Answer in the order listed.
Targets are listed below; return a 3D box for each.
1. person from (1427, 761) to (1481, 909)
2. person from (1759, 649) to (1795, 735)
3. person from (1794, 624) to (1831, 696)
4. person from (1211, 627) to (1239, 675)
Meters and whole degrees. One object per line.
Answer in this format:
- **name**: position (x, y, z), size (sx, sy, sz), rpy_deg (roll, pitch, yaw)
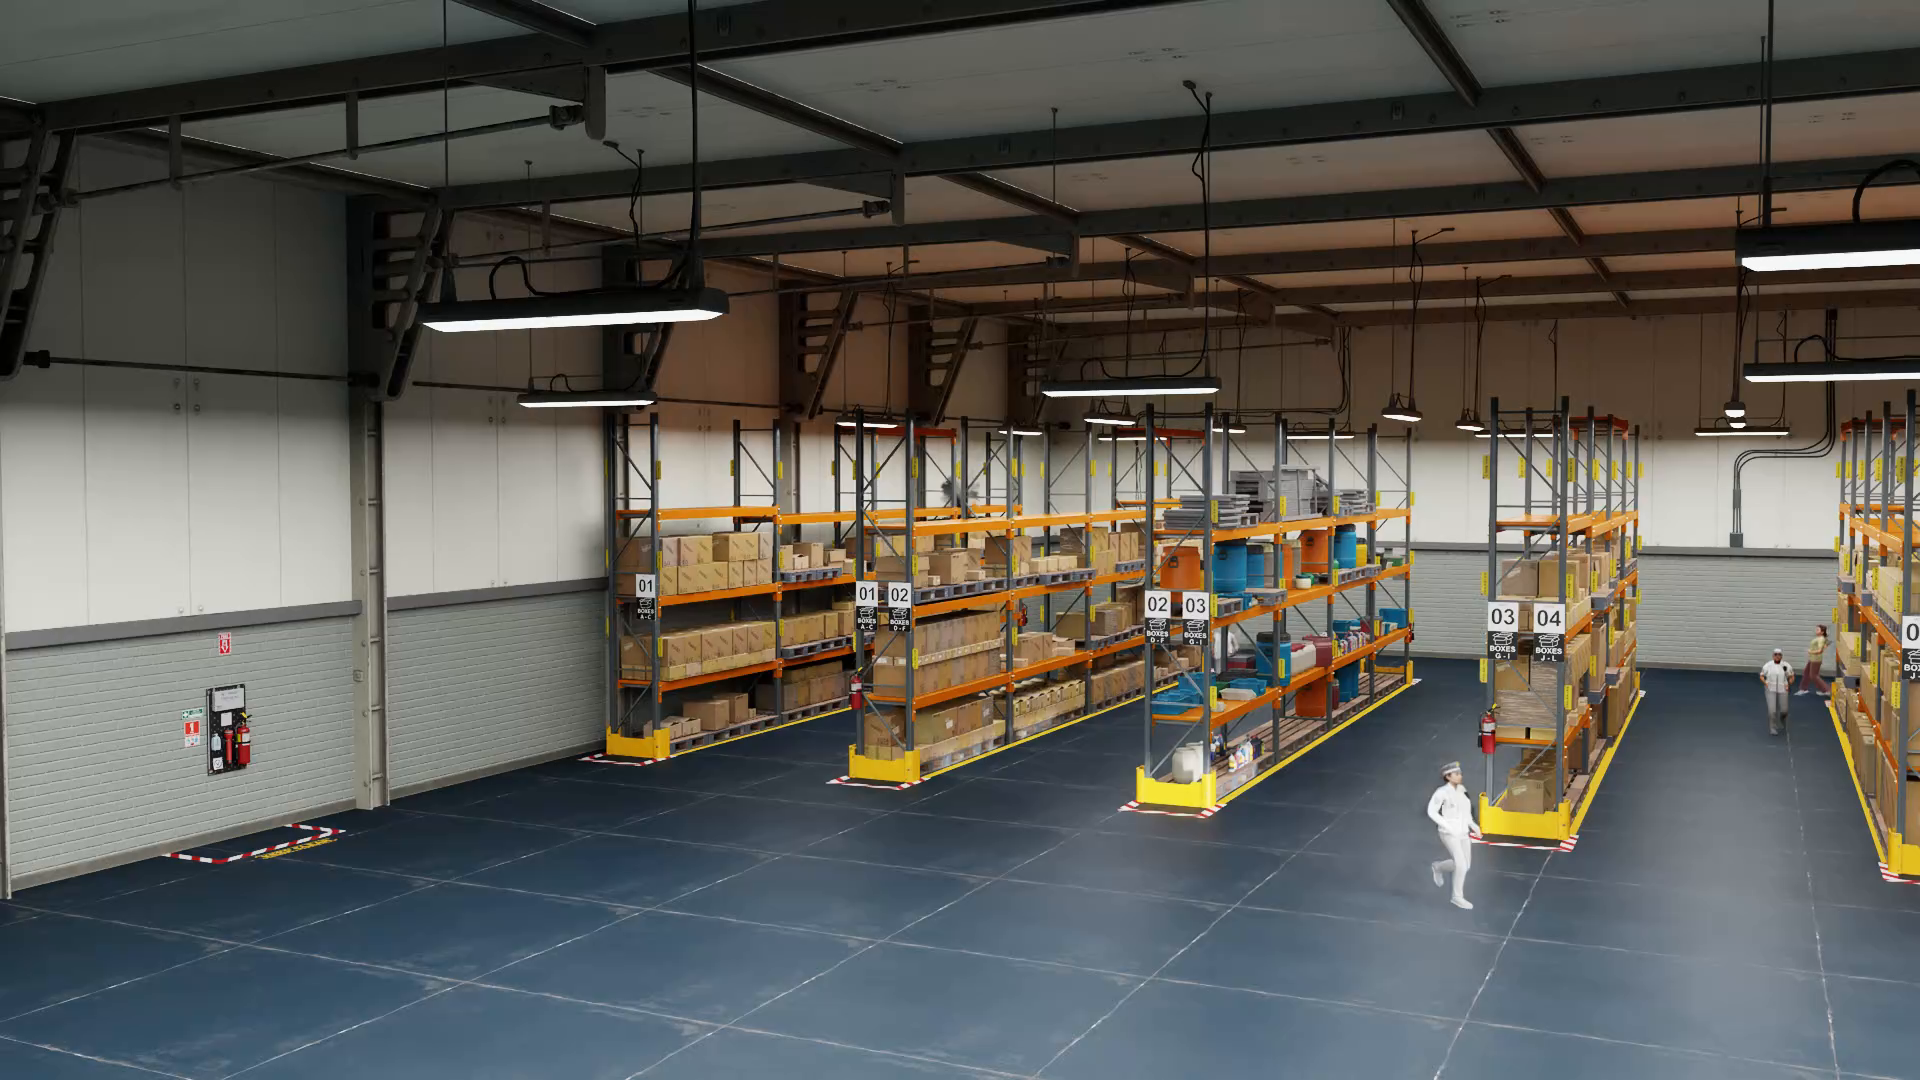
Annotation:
- **person**: position (5.666, 3.376, 19.185), size (0.618, 1.668, 0.589), rpy_deg (-2, 3, -34)
- **person**: position (15.461, 2.868, 31.489), size (0.587, 1.618, 0.571), rpy_deg (1, 3, 24)
- **person**: position (18.732, 2.657, 36.538), size (0.730, 1.646, 0.701), rpy_deg (1, 3, 29)
- **person**: position (5.779, 2.603, 36.547), size (0.657, 1.722, 0.609), rpy_deg (1, 2, 16)
